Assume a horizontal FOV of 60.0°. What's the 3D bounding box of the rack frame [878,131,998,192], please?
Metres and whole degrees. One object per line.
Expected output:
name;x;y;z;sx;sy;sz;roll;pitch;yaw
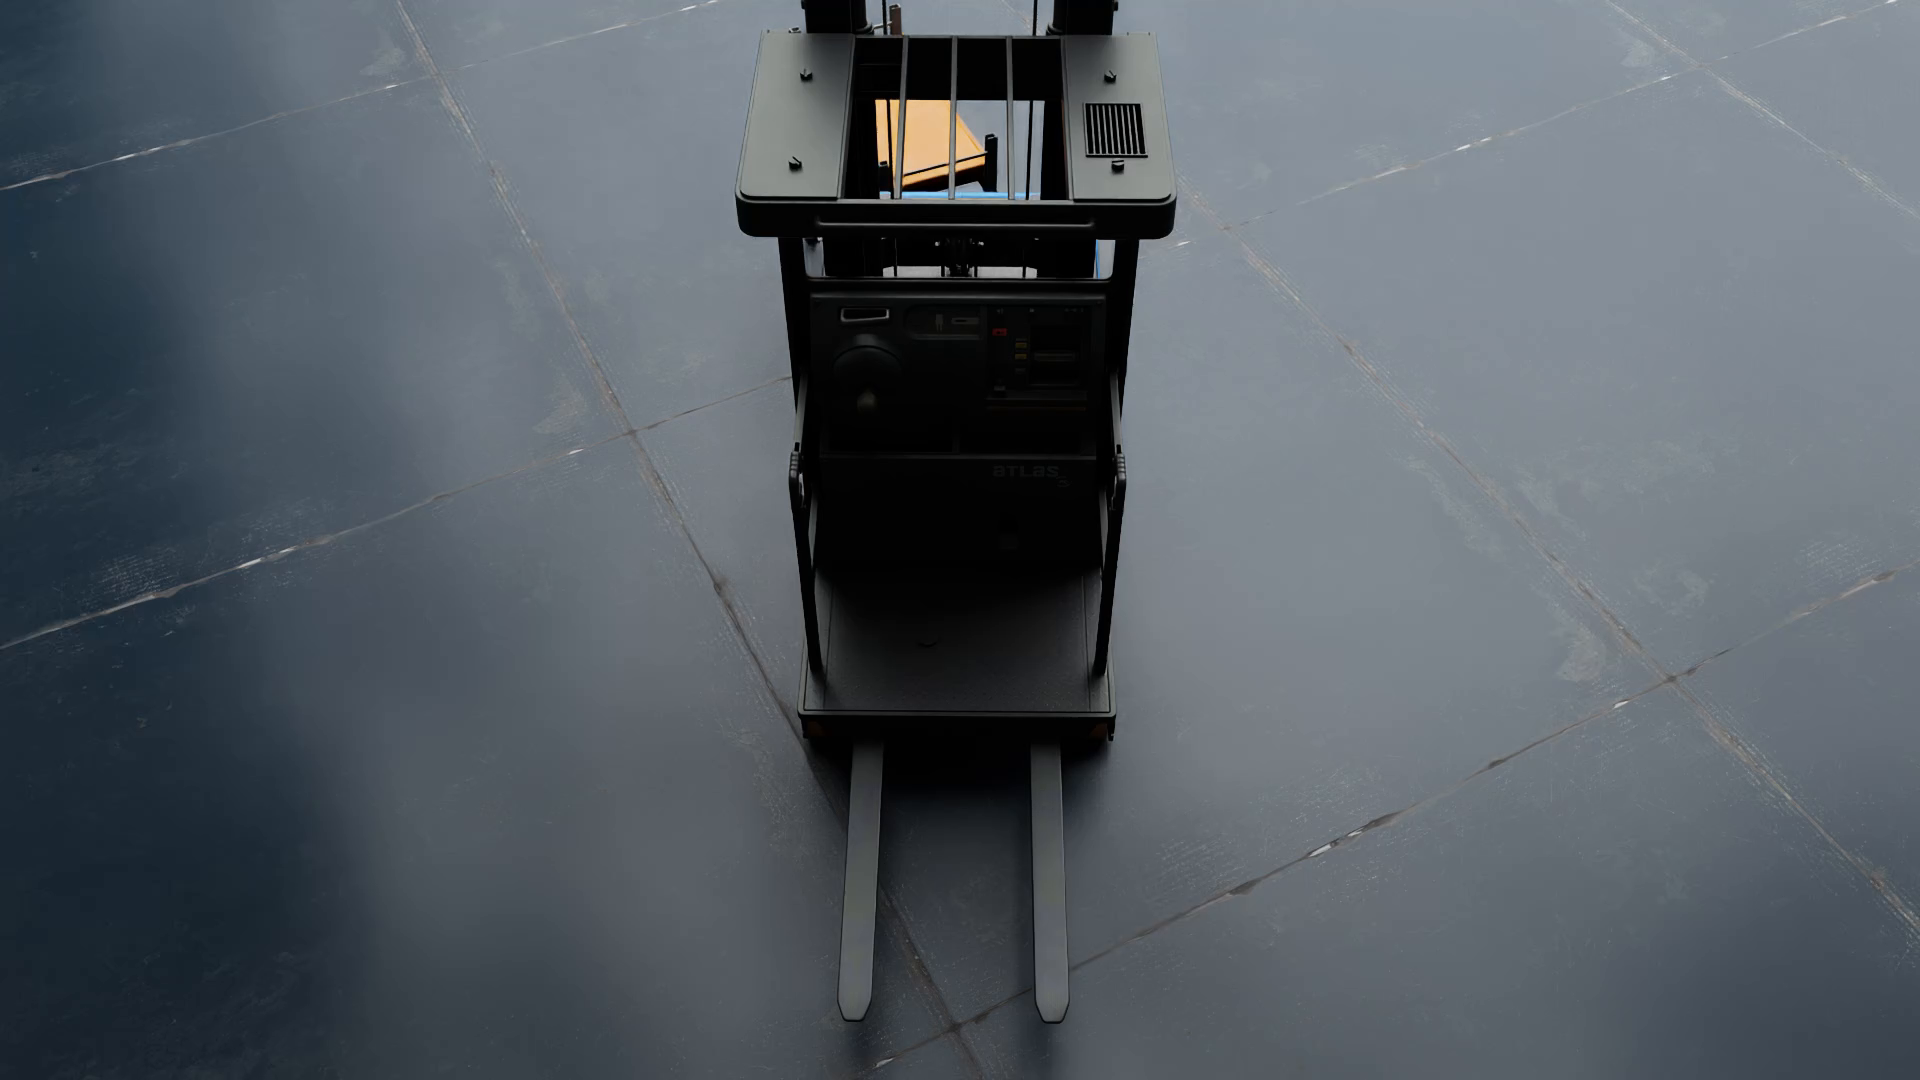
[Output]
rack frame;-0.086;-1.157;6.907;0.500;1.125;0.032;-18;51;-15

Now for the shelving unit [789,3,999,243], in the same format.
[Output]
shelving unit;-0.287;-1.508;7.215;0.538;1.125;1.048;-18;51;-15

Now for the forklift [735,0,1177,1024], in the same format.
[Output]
forklift;-0.006;-0.491;5.124;1.130;2.935;3.031;0;49;0

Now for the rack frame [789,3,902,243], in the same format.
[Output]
rack frame;-0.489;-1.860;7.522;0.500;1.125;0.032;-18;51;-15

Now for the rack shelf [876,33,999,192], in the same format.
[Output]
rack shelf;-0.287;-1.701;6.994;0.538;0.278;1.000;-18;51;-15
